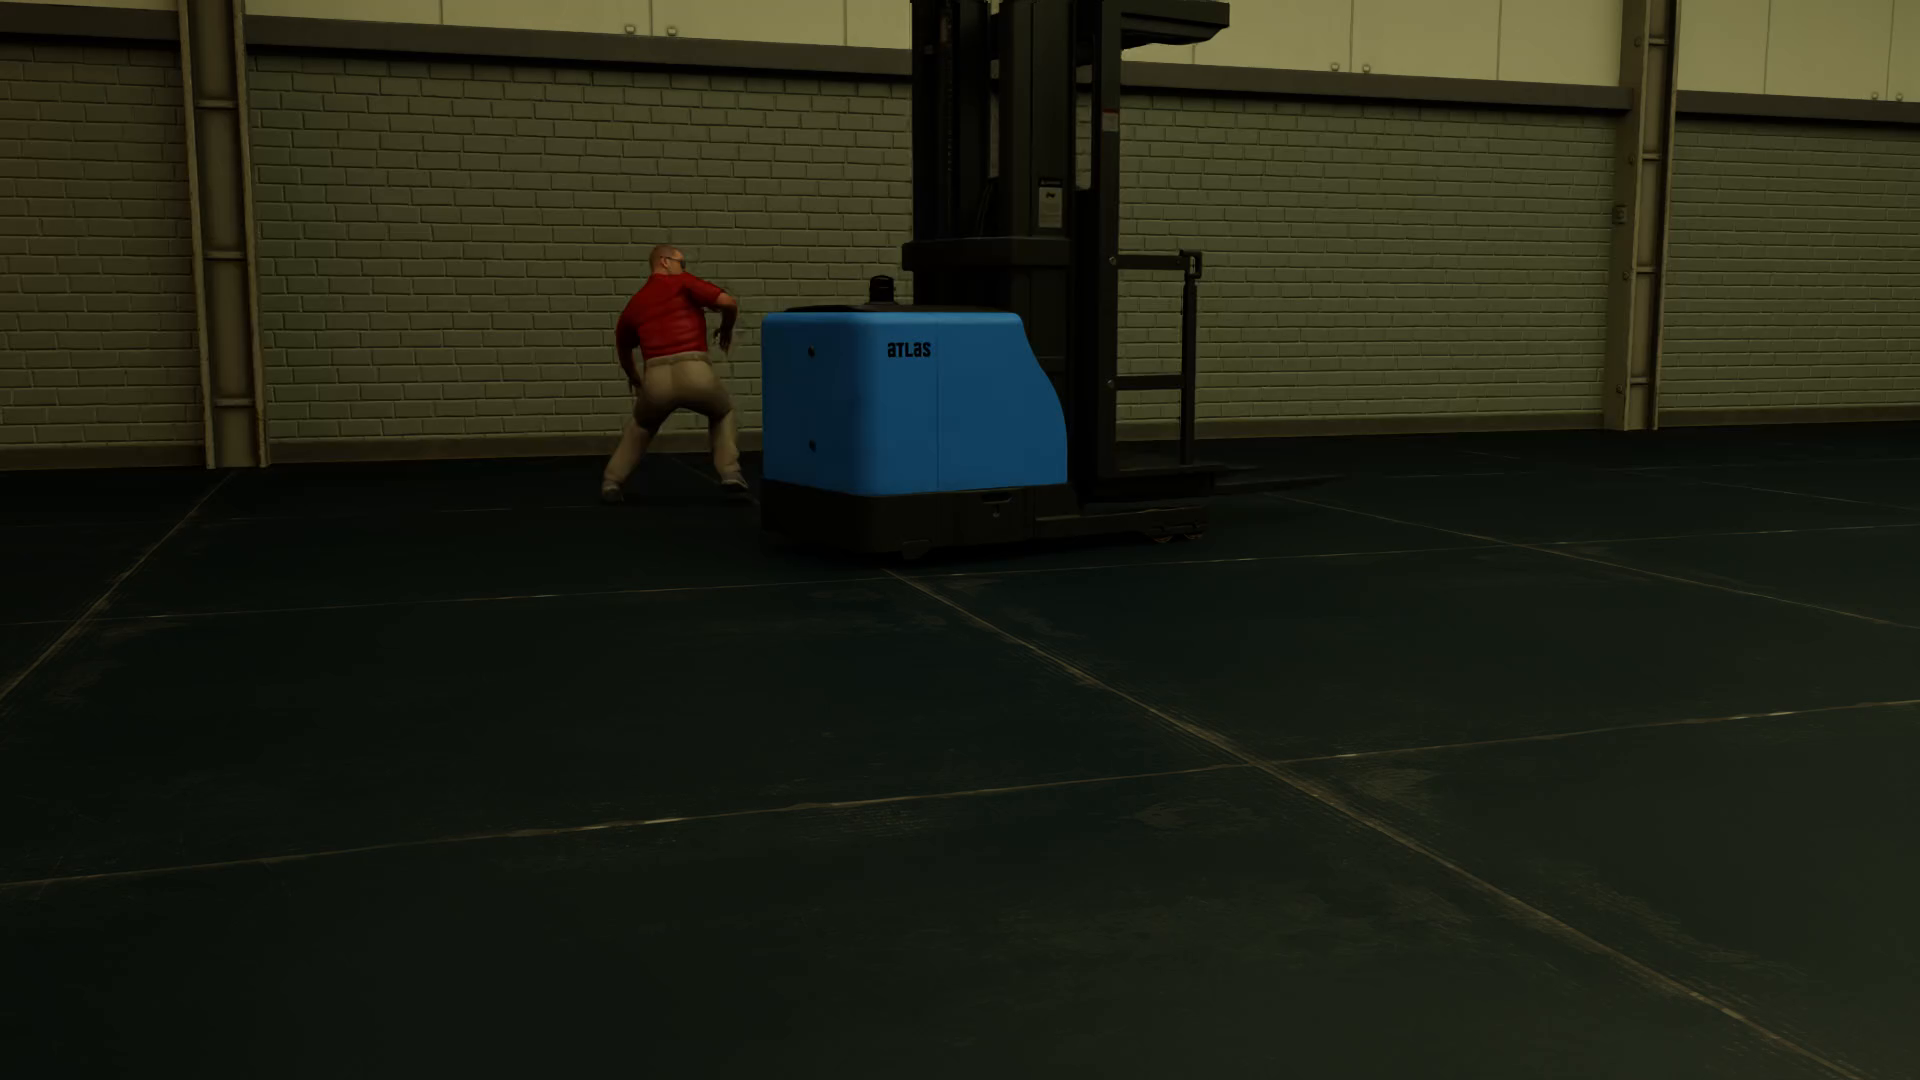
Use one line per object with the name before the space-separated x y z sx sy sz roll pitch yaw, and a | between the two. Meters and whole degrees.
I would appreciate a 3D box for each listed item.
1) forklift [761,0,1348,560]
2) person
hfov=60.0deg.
forklift | 0.587 -1.491 8.012 3.031 2.935 1.130 -5 9 -33
person | -1.634 -0.920 9.501 0.840 1.513 0.849 1 8 5
